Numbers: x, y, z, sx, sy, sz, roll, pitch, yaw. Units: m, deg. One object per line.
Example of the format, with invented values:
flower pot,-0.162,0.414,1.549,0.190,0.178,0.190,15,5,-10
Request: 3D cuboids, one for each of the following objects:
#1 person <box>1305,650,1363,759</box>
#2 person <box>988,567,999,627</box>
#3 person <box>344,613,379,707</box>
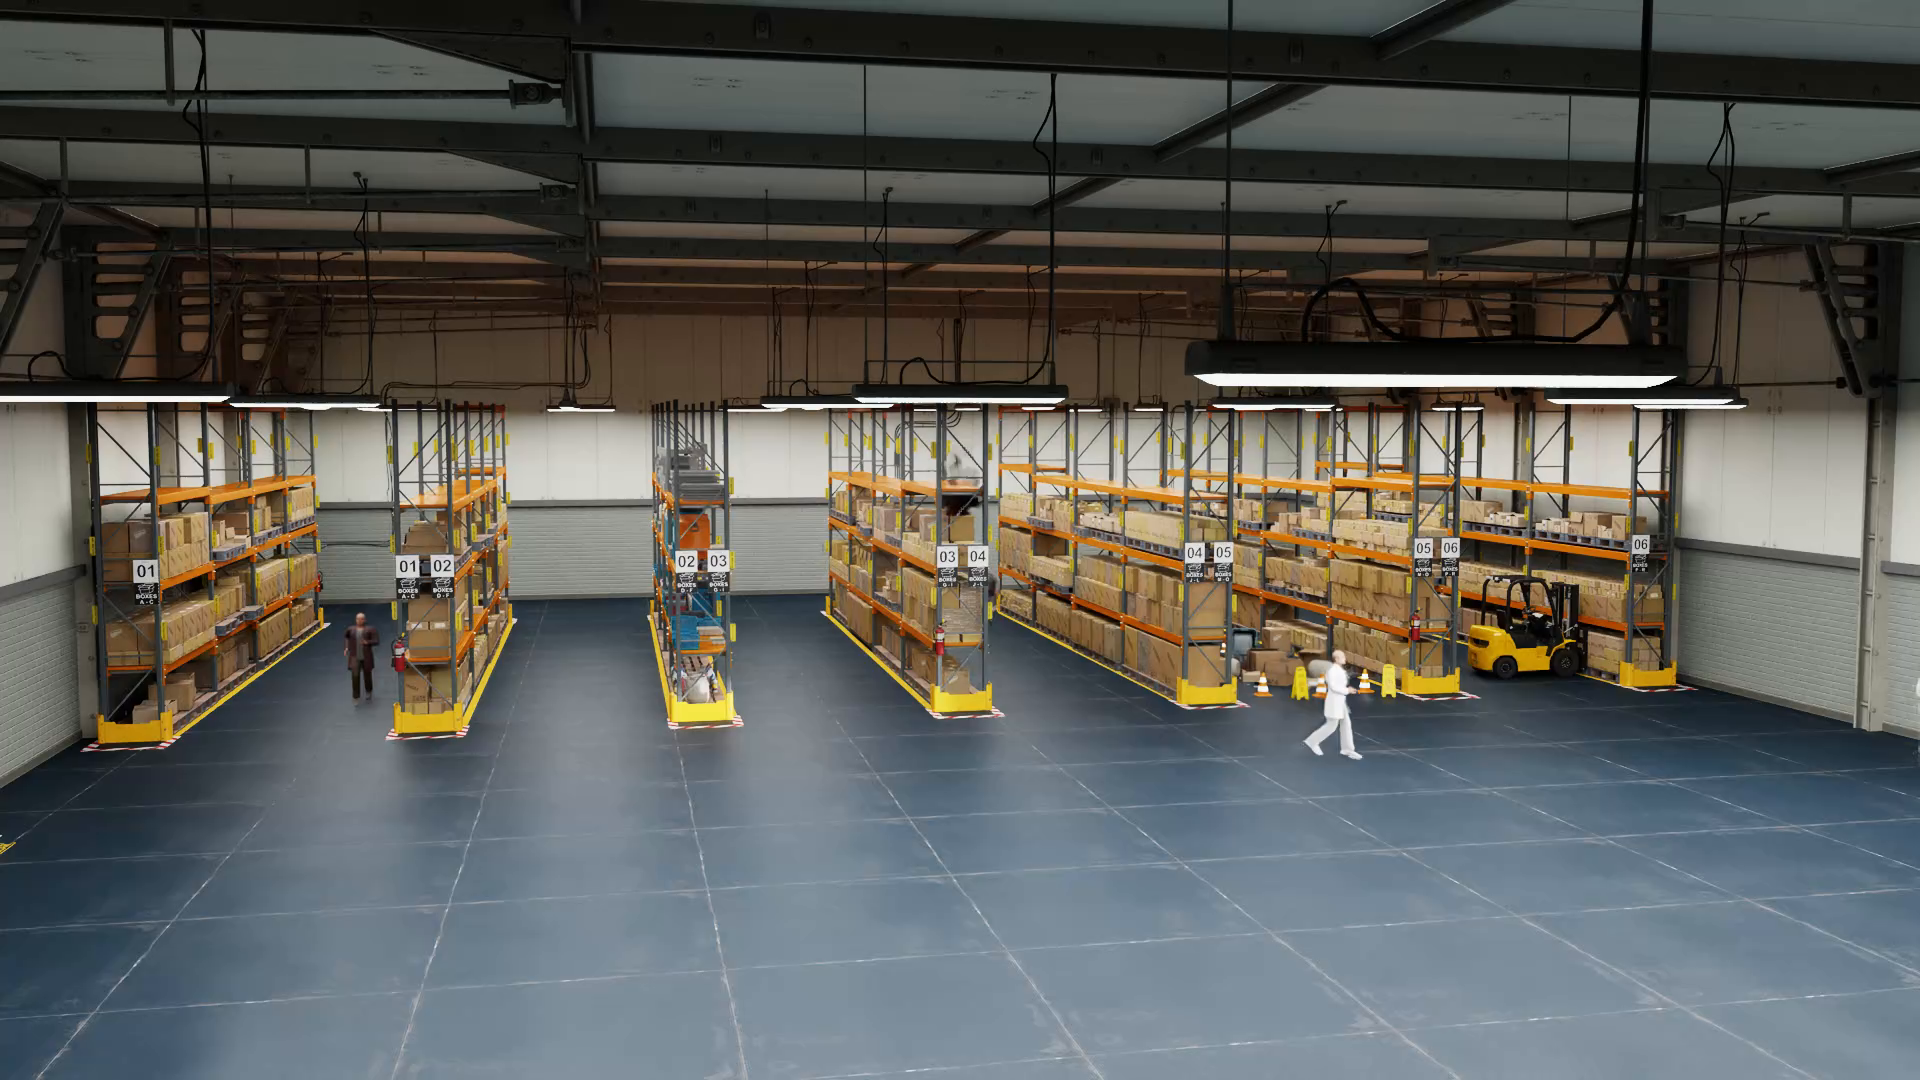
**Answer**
person,6.250,2.738,27.751,0.947,1.807,0.732,2,5,23
person,0.750,1.515,44.623,0.672,1.677,0.610,-1,4,-7
person,-11.810,2.333,32.807,0.695,1.783,1.043,-1,4,-14
